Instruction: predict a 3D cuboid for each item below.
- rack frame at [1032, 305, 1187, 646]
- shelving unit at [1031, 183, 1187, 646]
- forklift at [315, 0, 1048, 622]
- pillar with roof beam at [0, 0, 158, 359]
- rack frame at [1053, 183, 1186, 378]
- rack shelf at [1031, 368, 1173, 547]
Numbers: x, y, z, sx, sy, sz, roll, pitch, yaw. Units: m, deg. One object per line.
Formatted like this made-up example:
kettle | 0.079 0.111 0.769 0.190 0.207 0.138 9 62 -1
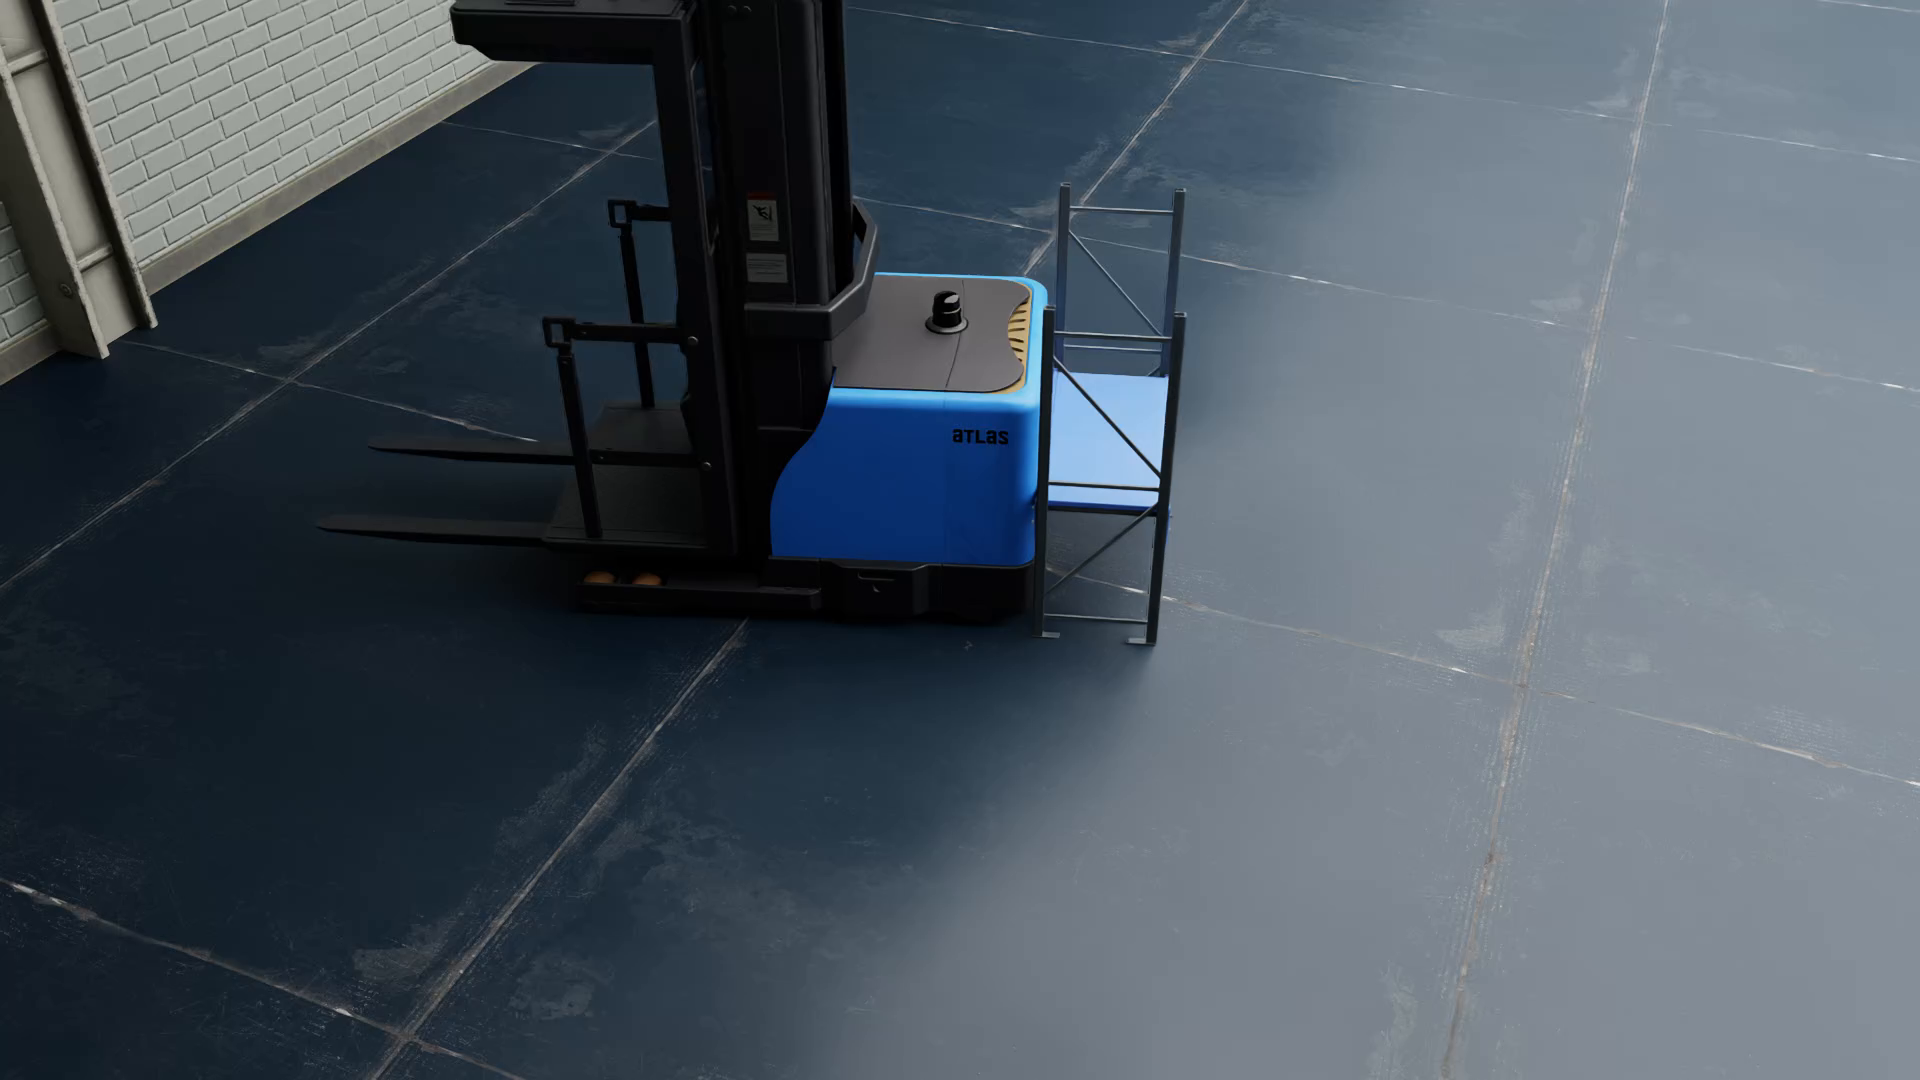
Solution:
rack frame | 0.541 -0.200 6.265 0.500 1.500 0.032 4 37 5
shelving unit | 0.595 -0.503 6.670 0.538 1.500 1.048 4 37 5
forklift | -1.165 -1.186 6.388 3.031 2.935 1.130 2 37 3
pillar with roof beam | -0.464 -3.690 4.671 9.100 9.000 0.400 14 39 18
rack frame | 0.649 -0.805 7.075 0.500 1.500 0.032 4 37 5
rack shelf | 0.595 -0.359 6.778 0.538 0.185 1.000 4 37 5
